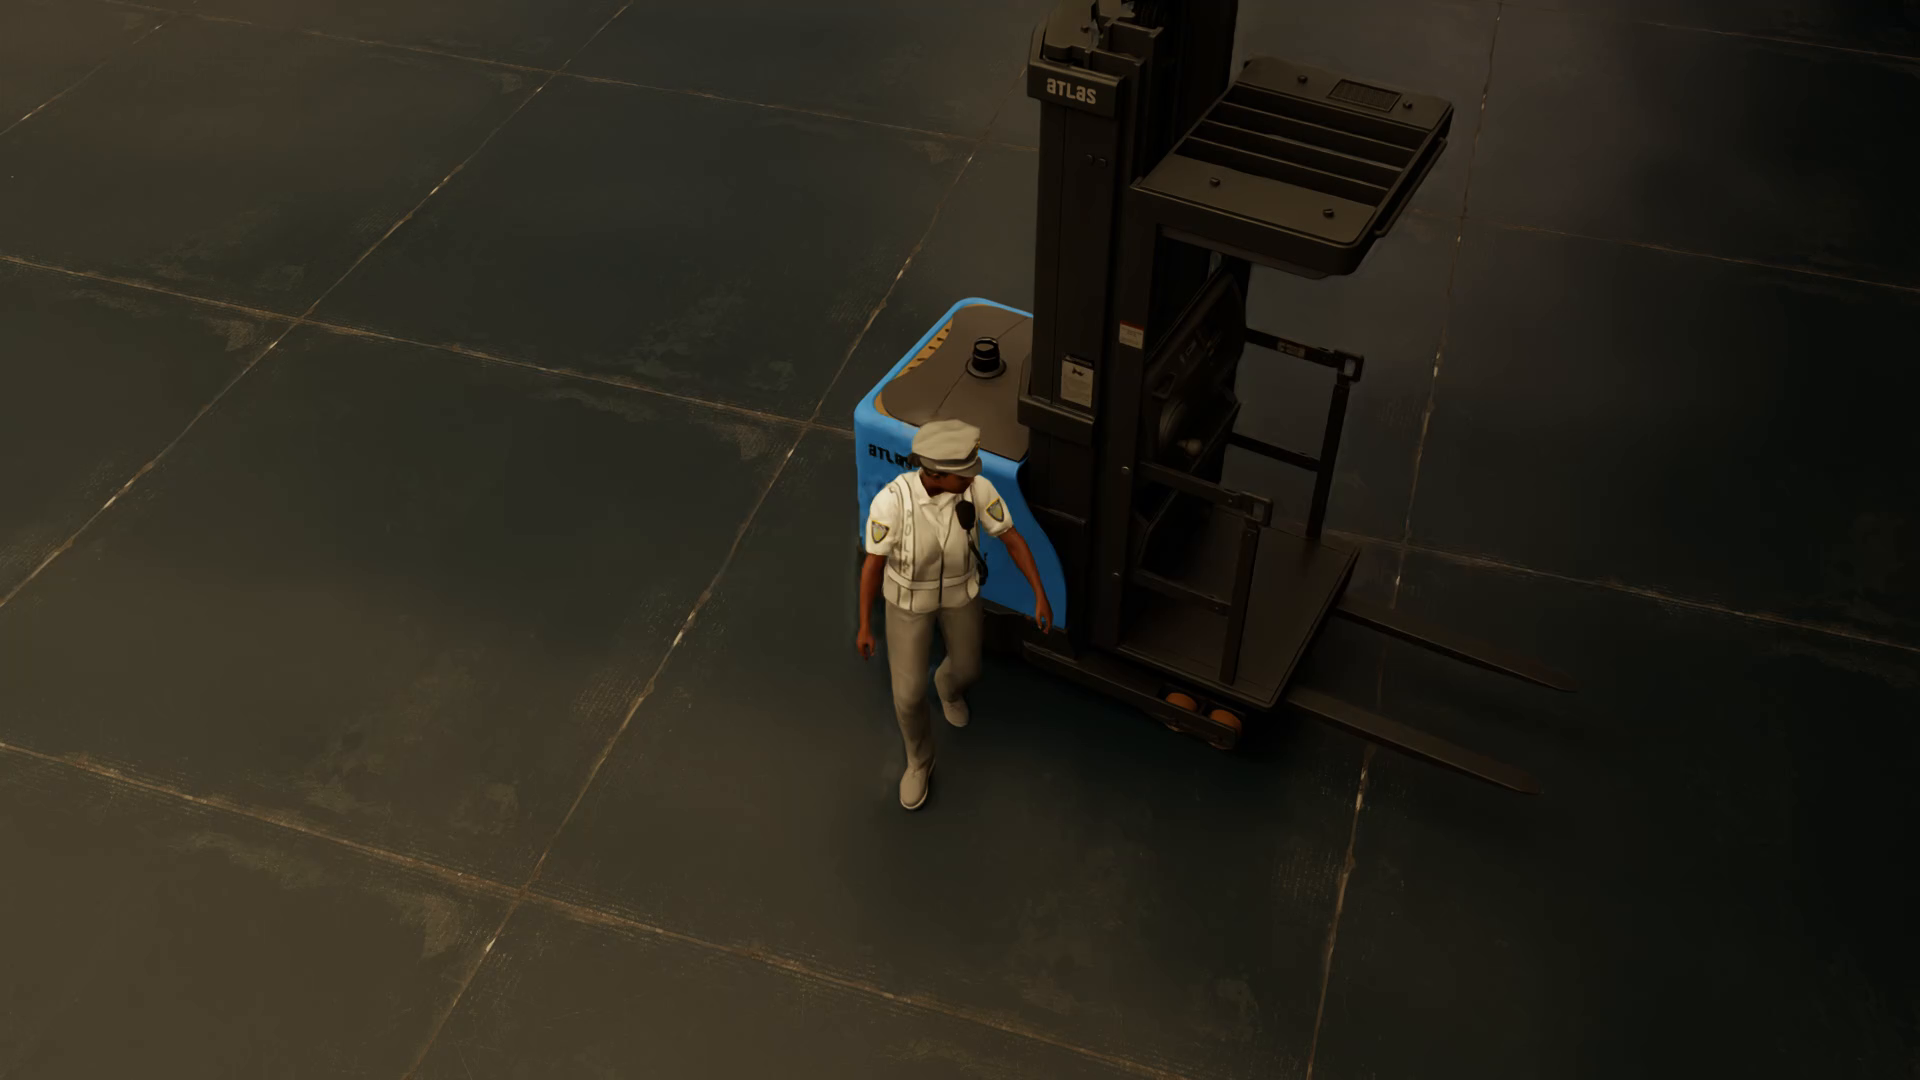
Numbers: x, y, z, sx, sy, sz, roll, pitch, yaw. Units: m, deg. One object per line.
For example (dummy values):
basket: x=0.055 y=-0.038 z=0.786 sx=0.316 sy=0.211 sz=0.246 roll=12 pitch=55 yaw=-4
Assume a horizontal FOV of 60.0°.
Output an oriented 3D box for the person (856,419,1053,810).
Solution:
person: x=-0.047 y=0.275 z=6.412 sx=0.748 sy=1.642 sz=0.636 roll=-11 pitch=44 yaw=-11

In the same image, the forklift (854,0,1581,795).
forklift: x=1.084 y=-0.622 z=6.358 sx=3.031 sy=2.935 sz=1.130 roll=21 pitch=47 yaw=21
